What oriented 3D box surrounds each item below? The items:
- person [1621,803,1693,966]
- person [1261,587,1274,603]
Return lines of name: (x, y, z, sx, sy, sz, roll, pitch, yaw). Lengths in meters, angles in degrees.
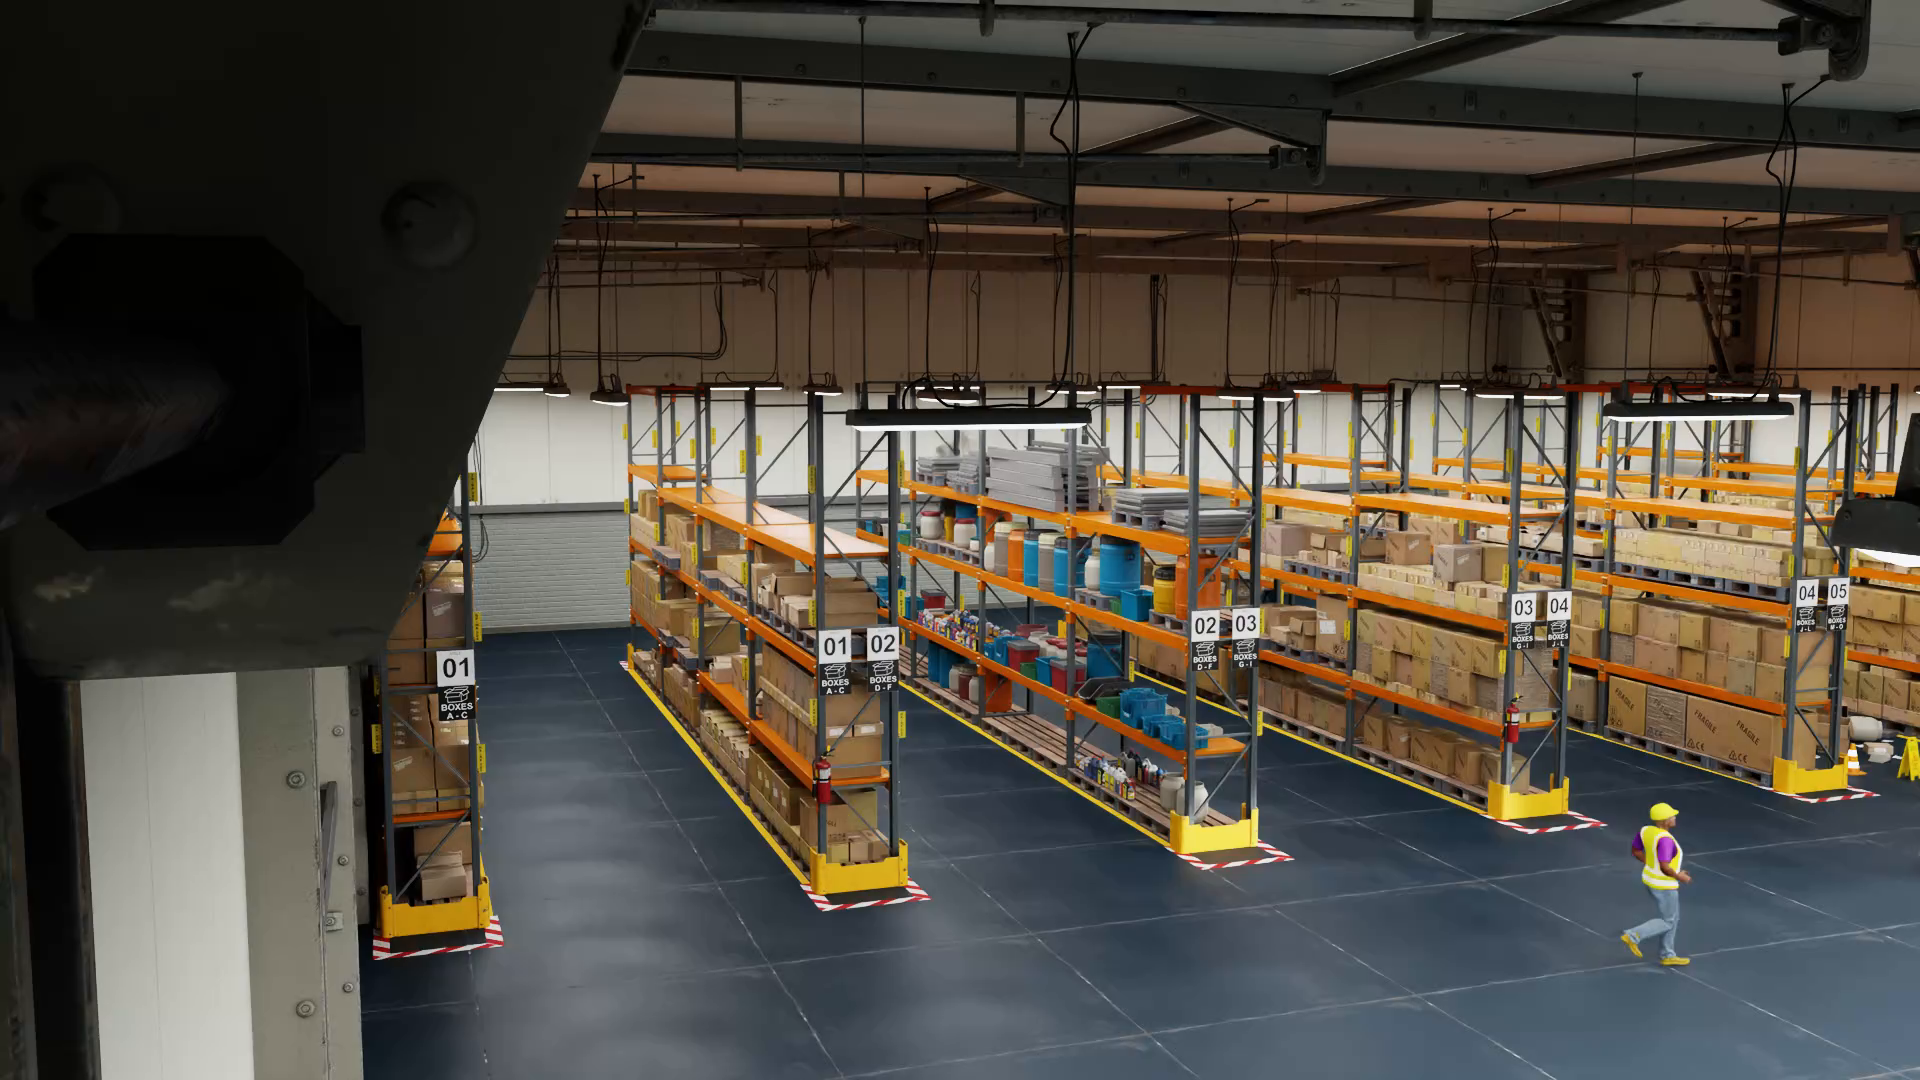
person: (7.373, 3.646, 17.616, 0.768, 1.743, 0.697, 0, 6, -1)
person: (7.770, 1.256, 41.500, 0.742, 1.625, 0.531, -2, 6, -15)
